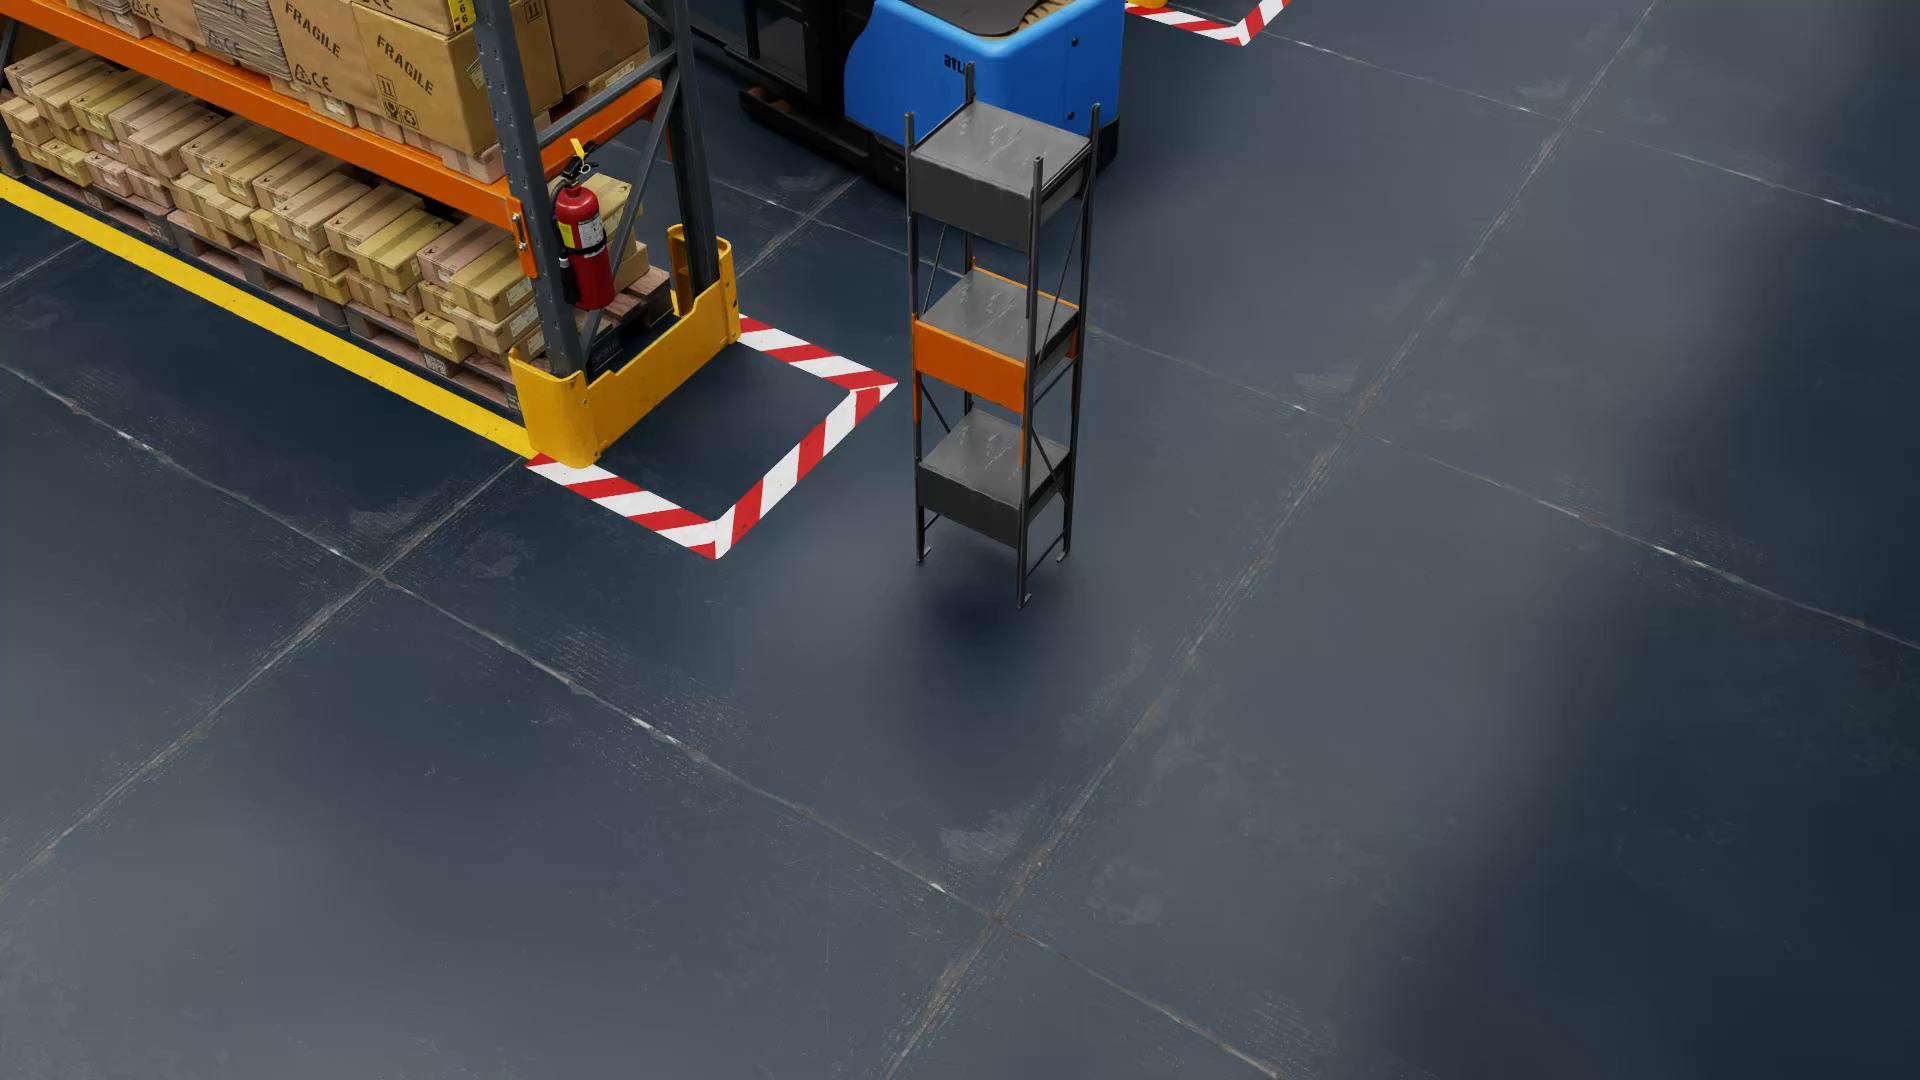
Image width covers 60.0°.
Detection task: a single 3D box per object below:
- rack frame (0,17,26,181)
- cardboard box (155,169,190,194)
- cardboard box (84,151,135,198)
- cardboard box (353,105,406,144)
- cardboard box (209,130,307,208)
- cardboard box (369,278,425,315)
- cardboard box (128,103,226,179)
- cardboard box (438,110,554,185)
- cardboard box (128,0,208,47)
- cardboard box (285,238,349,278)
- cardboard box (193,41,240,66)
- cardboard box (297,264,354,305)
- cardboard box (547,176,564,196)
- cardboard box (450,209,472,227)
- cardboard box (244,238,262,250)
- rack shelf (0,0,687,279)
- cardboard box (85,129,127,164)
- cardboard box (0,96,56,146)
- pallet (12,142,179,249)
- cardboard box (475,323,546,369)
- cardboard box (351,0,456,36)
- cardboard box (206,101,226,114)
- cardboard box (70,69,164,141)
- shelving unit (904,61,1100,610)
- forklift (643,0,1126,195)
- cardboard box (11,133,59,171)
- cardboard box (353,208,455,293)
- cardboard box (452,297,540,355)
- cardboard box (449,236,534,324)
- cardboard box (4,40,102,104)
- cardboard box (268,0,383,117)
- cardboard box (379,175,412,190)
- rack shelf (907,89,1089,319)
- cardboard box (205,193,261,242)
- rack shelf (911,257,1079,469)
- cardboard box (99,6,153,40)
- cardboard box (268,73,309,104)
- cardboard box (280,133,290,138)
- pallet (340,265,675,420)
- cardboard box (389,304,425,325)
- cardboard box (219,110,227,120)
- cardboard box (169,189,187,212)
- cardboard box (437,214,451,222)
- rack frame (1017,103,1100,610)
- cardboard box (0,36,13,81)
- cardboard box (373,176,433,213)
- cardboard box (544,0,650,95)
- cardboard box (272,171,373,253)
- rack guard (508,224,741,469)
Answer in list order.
[{"bbox_3d":[-4.781,-3.277,8.064,0.127,3.000,1.000,25,51,22],"label":"rack frame"},{"bbox_3d":[-3.718,-1.856,8.172,0.250,0.149,0.380,27,52,24],"label":"cardboard box"},{"bbox_3d":[-4.187,-1.927,8.448,0.250,0.149,0.380,24,51,22],"label":"cardboard box"},{"bbox_3d":[-2.249,-1.803,6.807,0.250,0.149,0.380,24,51,22],"label":"cardboard box"},{"bbox_3d":[-3.301,-1.758,7.869,0.250,0.149,0.380,25,51,22],"label":"cardboard box"},{"bbox_3d":[-2.451,-1.217,7.550,0.250,0.149,0.380,23,50,21],"label":"cardboard box"},{"bbox_3d":[-3.762,-1.933,8.039,0.250,0.149,0.380,26,51,23],"label":"cardboard box"},{"bbox_3d":[-1.841,-1.596,6.606,0.250,0.149,0.380,25,51,22],"label":"cardboard box"},{"bbox_3d":[-3.208,-2.477,7.011,0.500,0.500,0.500,27,52,24],"label":"cardboard box"},{"bbox_3d":[-2.894,-1.409,7.737,0.250,0.149,0.380,25,51,23],"label":"cardboard box"},{"bbox_3d":[-3.110,-2.241,7.233,0.250,0.149,0.380,26,51,23],"label":"cardboard box"},{"bbox_3d":[-2.880,-1.300,7.839,0.250,0.149,0.380,23,50,20],"label":"cardboard box"},{"bbox_3d":[-1.969,-1.530,7.647,0.250,0.149,0.380,26,51,23],"label":"cardboard box"},{"bbox_3d":[-2.170,-1.524,7.849,0.250,0.149,0.380,25,51,23],"label":"cardboard box"},{"bbox_3d":[-3.272,-1.561,8.092,0.250,0.149,0.380,26,51,23],"label":"cardboard box"},{"bbox_3d":[-3.098,-2.252,7.570,4.000,0.370,1.077,25,51,22],"label":"rack shelf"},{"bbox_3d":[-4.163,-2.083,8.392,0.250,0.149,0.380,24,51,22],"label":"cardboard box"},{"bbox_3d":[-4.649,-2.200,8.505,0.250,0.149,0.380,27,52,24],"label":"cardboard box"},{"bbox_3d":[-4.197,-2.066,8.832,1.213,0.211,1.003,25,51,22],"label":"pallet"},{"bbox_3d":[-1.970,-0.959,7.507,0.250,0.149,0.380,26,51,23],"label":"cardboard box"},{"bbox_3d":[-1.934,-2.242,6.085,0.500,0.500,0.500,24,50,21],"label":"cardboard box"},{"bbox_3d":[-3.715,-2.342,8.436,0.250,0.149,0.380,26,51,23],"label":"cardboard box"},{"bbox_3d":[-4.164,-2.168,8.267,0.250,0.149,0.380,24,50,22],"label":"cardboard box"},{"bbox_3d":[0.139,-0.668,6.157,0.503,2.100,0.431,25,51,22],"label":"shelving unit"},{"bbox_3d":[-0.581,-3.513,8.342,3.031,2.935,1.130,34,55,28],"label":"forklift"},{"bbox_3d":[-4.648,-2.095,8.611,0.250,0.149,0.380,23,50,20],"label":"cardboard box"},{"bbox_3d":[-2.464,-1.296,7.420,0.250,0.149,0.380,24,50,21],"label":"cardboard box"},{"bbox_3d":[-2.013,-1.017,7.356,0.250,0.149,0.380,23,50,21],"label":"cardboard box"},{"bbox_3d":[-1.997,-1.140,7.268,0.250,0.149,0.380,25,51,23],"label":"cardboard box"},{"bbox_3d":[-4.603,-2.378,8.472,0.250,0.149,0.380,27,51,24],"label":"cardboard box"},{"bbox_3d":[-2.362,-2.088,6.632,0.500,0.500,0.500,24,50,22],"label":"cardboard box"},{"bbox_3d":[-2.593,-1.864,7.972,0.250,0.149,0.380,27,51,24],"label":"cardboard box"},{"bbox_3d":[0.139,-1.146,5.664,0.480,0.518,0.431,25,51,22],"label":"rack shelf"},{"bbox_3d":[-3.346,-1.610,7.932,0.250,0.149,0.380,25,51,22],"label":"cardboard box"},{"bbox_3d":[0.139,-0.658,6.166,0.480,0.518,0.431,25,51,22],"label":"rack shelf"},{"bbox_3d":[-3.585,-2.401,7.389,0.250,0.149,0.380,27,52,24],"label":"cardboard box"},{"bbox_3d":[-2.683,-2.008,7.006,0.250,0.149,0.380,23,50,20],"label":"cardboard box"},{"bbox_3d":[-3.277,-2.054,8.364,0.250,0.149,0.380,22,50,20],"label":"cardboard box"},{"bbox_3d":[-2.143,-1.122,7.914,1.213,0.211,1.003,25,51,22],"label":"pallet"},{"bbox_3d":[-2.417,-1.151,7.694,0.250,0.149,0.380,24,51,22],"label":"cardboard box"},{"bbox_3d":[-3.717,-2.257,8.561,0.250,0.149,0.380,25,51,22],"label":"cardboard box"},{"bbox_3d":[-3.701,-1.776,8.301,0.250,0.149,0.380,23,50,21],"label":"cardboard box"},{"bbox_3d":[-2.316,-1.586,8.116,0.250,0.149,0.380,25,51,23],"label":"cardboard box"},{"bbox_3d":[0.345,-0.573,6.065,0.015,2.100,0.400,25,51,22],"label":"rack frame"},{"bbox_3d":[-5.540,-2.686,8.941,0.500,0.500,0.500,24,50,21],"label":"cardboard box"},{"bbox_3d":[-2.602,-1.734,8.053,0.250,0.149,0.380,22,50,20],"label":"cardboard box"},{"bbox_3d":[-1.643,-2.207,6.748,0.500,0.500,0.500,27,52,24],"label":"cardboard box"},{"bbox_3d":[-2.904,-1.505,7.623,0.250,0.149,0.380,27,51,23],"label":"cardboard box"},{"bbox_3d":[-1.478,-0.886,7.484,0.348,0.500,1.175,25,51,22],"label":"rack guard"}]
